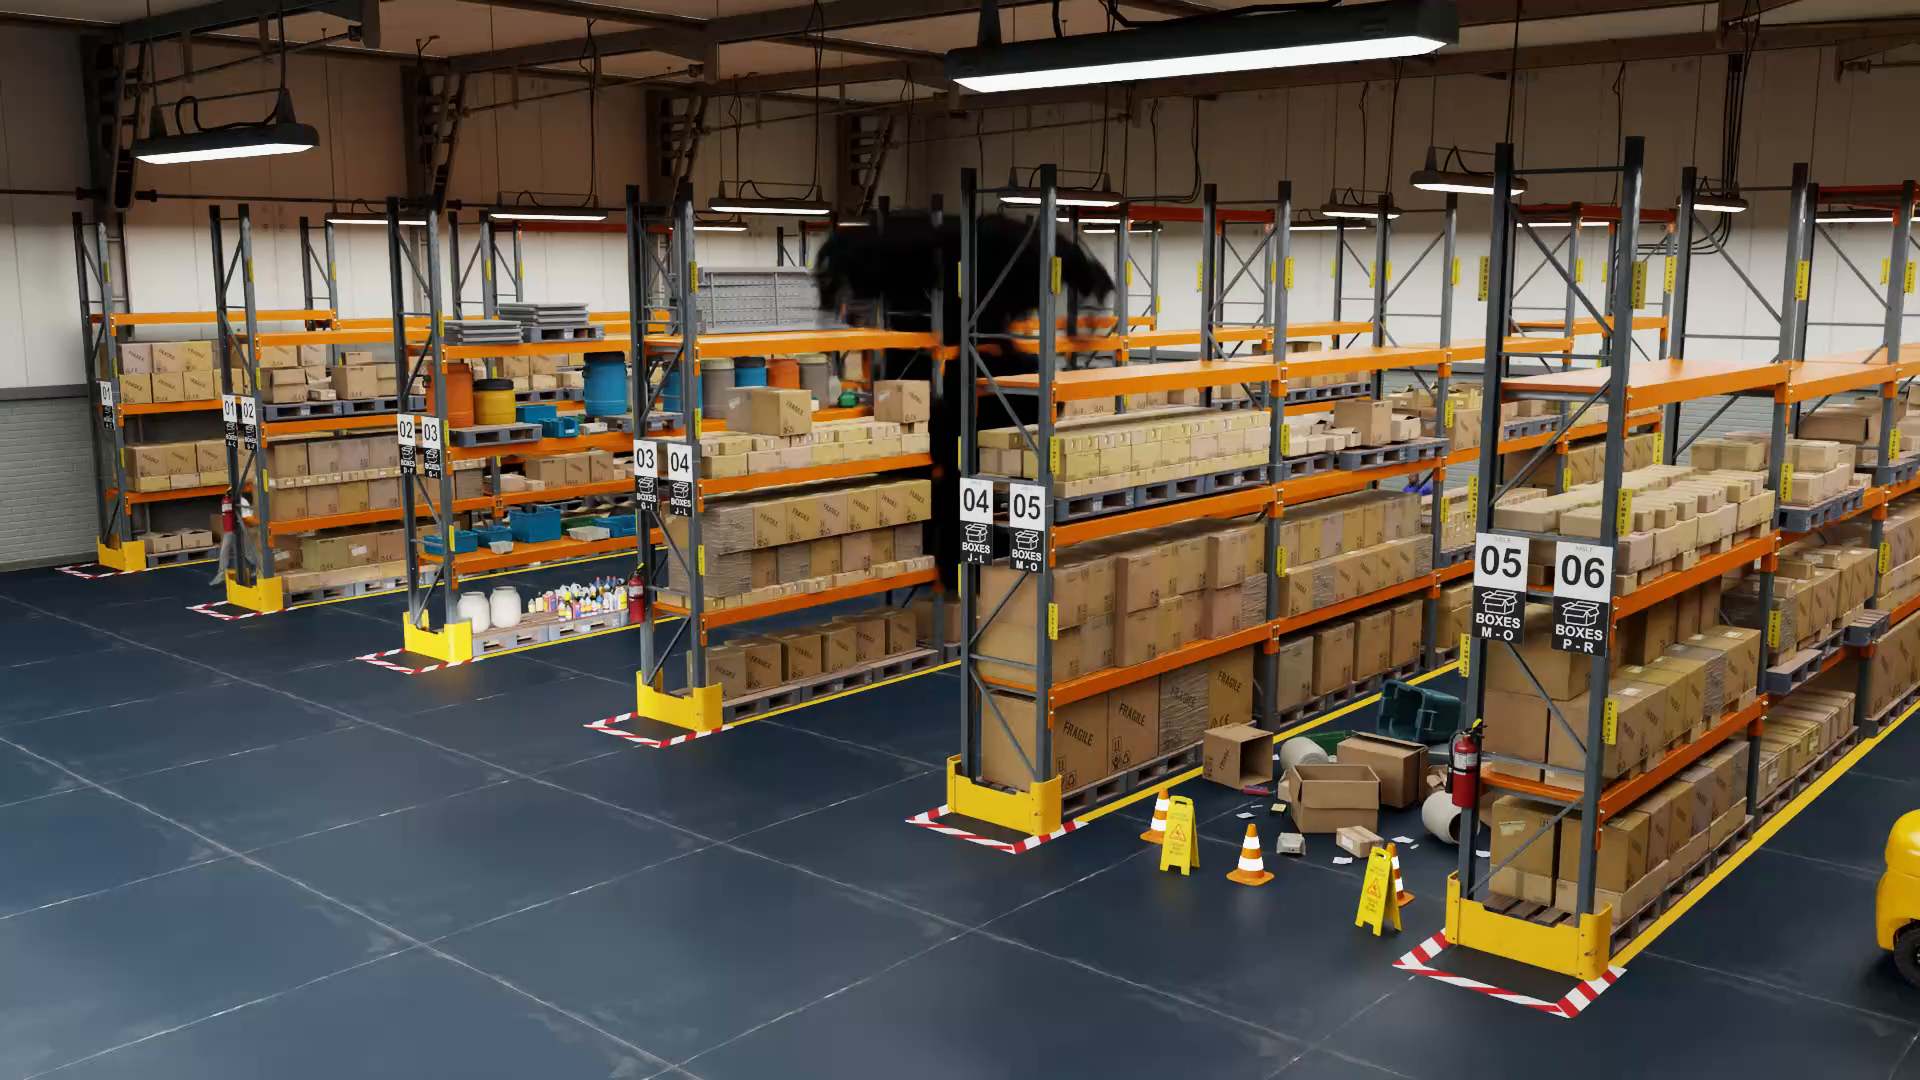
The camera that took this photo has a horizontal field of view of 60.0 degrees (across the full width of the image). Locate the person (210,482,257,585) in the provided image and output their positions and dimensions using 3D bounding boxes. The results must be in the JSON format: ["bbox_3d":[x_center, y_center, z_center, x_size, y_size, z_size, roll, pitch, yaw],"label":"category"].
[{"bbox_3d":[-11.699,-0.146,26.949,0.627,1.685,0.912,5,11,29],"label":"person"}]

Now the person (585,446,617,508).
[{"bbox_3d":[-7.192,-1.213,33.030,0.655,1.771,0.892,8,13,41],"label":"person"}]

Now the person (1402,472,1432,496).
[{"bbox_3d":[7.938,-0.412,28.924,0.648,1.595,0.529,7,11,34],"label":"person"}]
